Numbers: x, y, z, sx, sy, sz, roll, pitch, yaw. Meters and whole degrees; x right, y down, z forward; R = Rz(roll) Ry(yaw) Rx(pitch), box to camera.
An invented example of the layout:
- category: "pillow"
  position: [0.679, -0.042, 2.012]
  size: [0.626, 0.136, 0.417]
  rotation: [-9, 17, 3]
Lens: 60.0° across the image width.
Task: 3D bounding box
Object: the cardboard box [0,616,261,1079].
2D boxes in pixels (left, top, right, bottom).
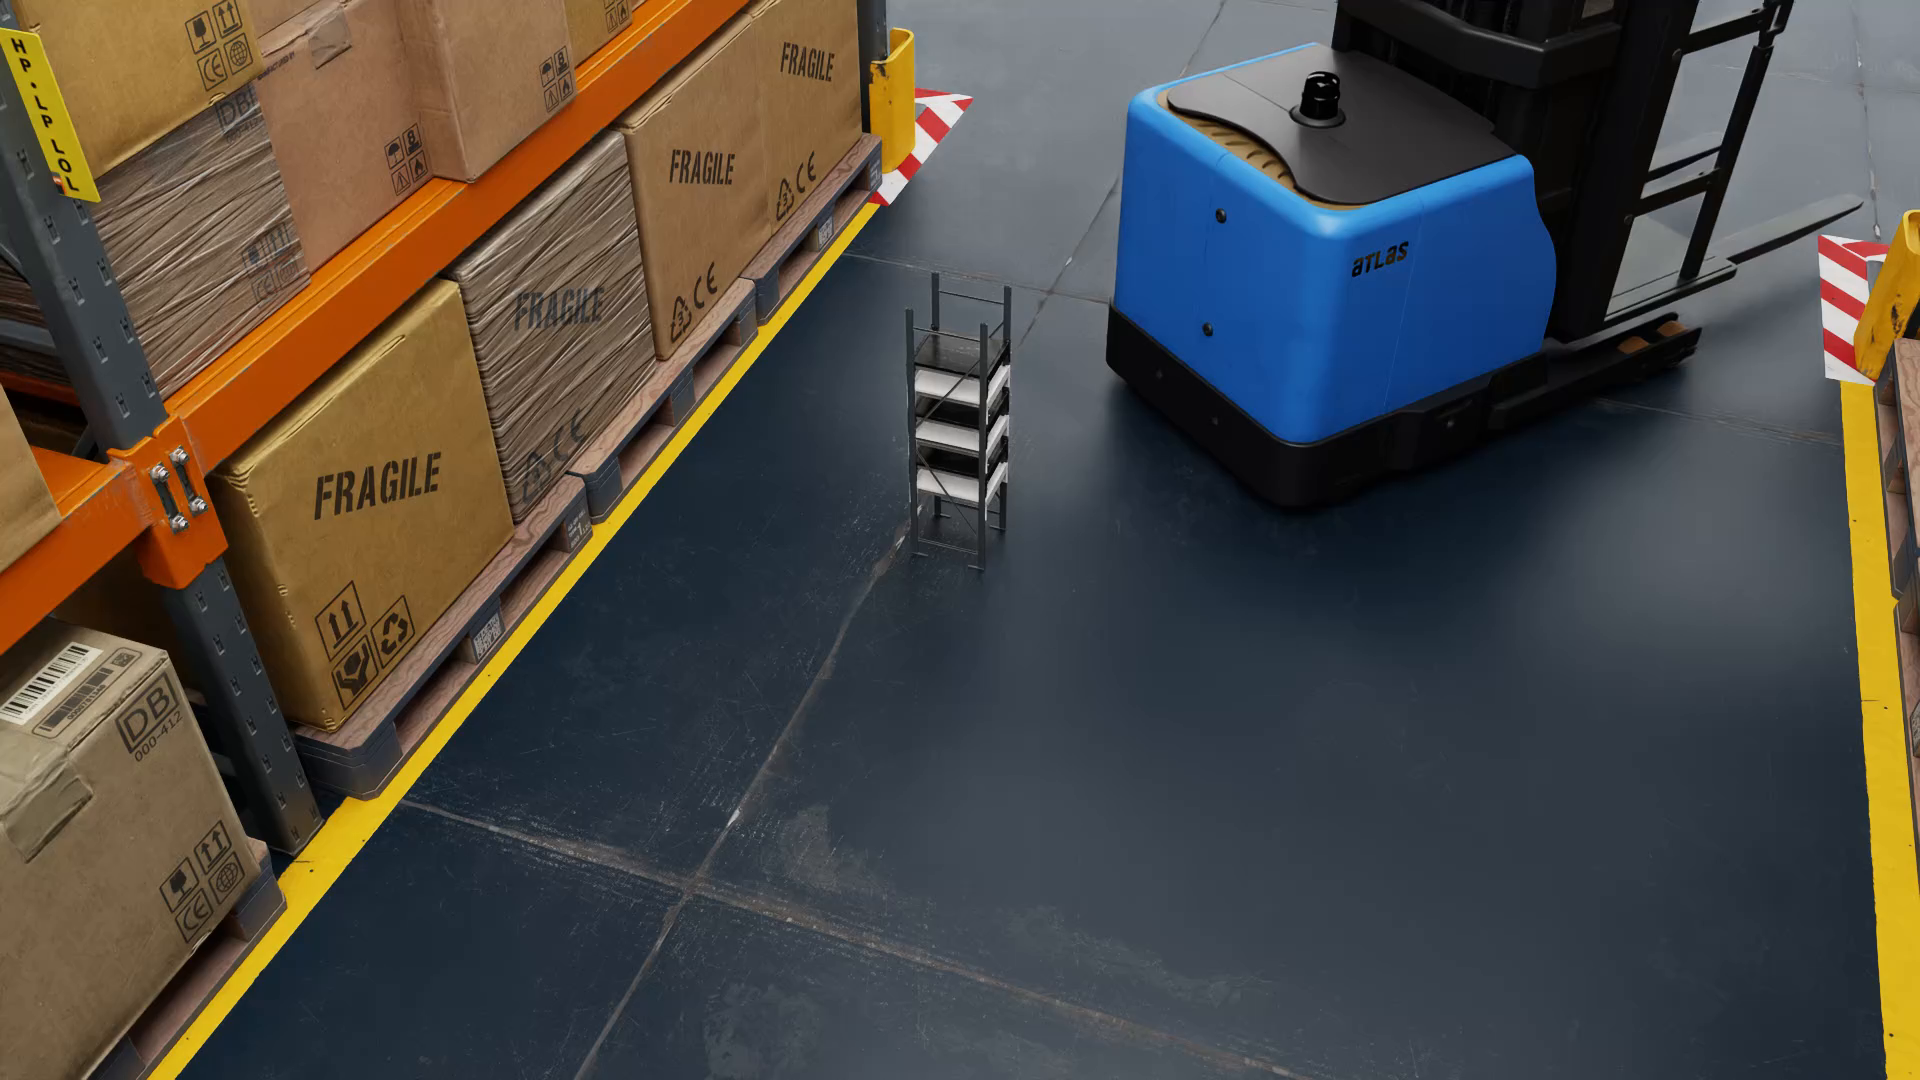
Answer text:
- category: "cardboard box"
  position: [-2.287, 0.627, 3.613]
  size: [1.050, 0.750, 0.750]
  rotation: [13, 42, 15]

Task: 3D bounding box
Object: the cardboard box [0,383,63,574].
- category: "cardboard box"
  position: [-2.087, -0.128, 3.011]
  size: [0.500, 0.500, 0.500]
  rotation: [13, 42, 15]

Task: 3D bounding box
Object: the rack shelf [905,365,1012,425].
- category: "rack shelf"
  position: [-0.003, -0.449, 4.857]
  size: [0.258, 0.077, 0.200]
  rotation: [13, 42, 15]

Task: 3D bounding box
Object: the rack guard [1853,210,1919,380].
- category: "rack guard"
  position: [3.808, -0.747, 5.741]
  size: [1.175, 0.500, 0.348]
  rotation: [13, 42, 15]

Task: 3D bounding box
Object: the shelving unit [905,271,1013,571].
- category: "shelving unit"
  position: [-0.003, -0.337, 4.952]
  size: [0.258, 0.900, 0.210]
  rotation: [13, 42, 15]

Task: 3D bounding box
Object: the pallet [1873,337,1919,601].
- category: "pallet"
  position: [3.497, -0.150, 5.263]
  size: [1.003, 0.211, 1.213]
  rotation: [13, 42, 15]

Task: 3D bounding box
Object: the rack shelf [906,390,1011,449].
- category: "rack shelf"
  position: [-0.003, -0.381, 4.915]
  size: [0.258, 0.077, 0.200]
  rotation: [13, 42, 15]

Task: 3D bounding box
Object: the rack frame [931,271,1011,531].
- category: "rack frame"
  position: [0.032, -0.399, 5.025]
  size: [0.240, 0.900, 0.006]
  rotation: [13, 42, 15]

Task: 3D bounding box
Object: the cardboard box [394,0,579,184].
- category: "cardboard box"
  position: [-1.583, -1.396, 4.459]
  size: [0.875, 0.550, 0.550]
  rotation: [13, 42, 15]

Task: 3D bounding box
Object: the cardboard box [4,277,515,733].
- category: "cardboard box"
  position: [-1.879, -0.187, 4.471]
  size: [0.875, 0.875, 0.875]
  rotation: [14, 42, 16]

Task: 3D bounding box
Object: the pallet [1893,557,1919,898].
- category: "pallet"
  position: [3.079, 0.592, 4.393]
  size: [1.003, 0.211, 1.213]
  rotation: [13, 42, 15]

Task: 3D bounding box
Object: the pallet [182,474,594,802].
- category: "pallet"
  position: [-1.826, 0.147, 4.915]
  size: [1.003, 0.211, 1.213]
  rotation: [13, 42, 15]

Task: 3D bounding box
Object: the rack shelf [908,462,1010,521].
- category: "rack shelf"
  position: [-0.003, -0.175, 5.091]
  size: [0.258, 0.077, 0.200]
  rotation: [13, 42, 15]

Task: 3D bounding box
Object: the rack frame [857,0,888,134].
- category: "rack frame"
  position: [-0.792, -2.907, 6.346]
  size: [1.000, 3.000, 0.127]
  rotation: [13, 42, 15]

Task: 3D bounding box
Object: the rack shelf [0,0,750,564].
- category: "rack shelf"
  position: [-1.476, -1.413, 5.150]
  size: [1.077, 0.370, 4.000]
  rotation: [13, 42, 15]

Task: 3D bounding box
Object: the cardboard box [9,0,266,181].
- category: "cardboard box"
  position: [-2.001, -1.152, 3.342]
  size: [0.875, 0.550, 0.550]
  rotation: [13, 42, 15]

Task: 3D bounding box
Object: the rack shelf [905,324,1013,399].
- category: "rack shelf"
  position: [-0.003, -0.517, 4.799]
  size: [0.258, 0.077, 0.200]
  rotation: [13, 42, 15]

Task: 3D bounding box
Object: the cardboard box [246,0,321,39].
- category: "cardboard box"
  position: [-1.922, -1.514, 3.766]
  size: [0.875, 0.550, 0.550]
  rotation: [13, 42, 15]

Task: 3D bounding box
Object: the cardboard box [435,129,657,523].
- category: "cardboard box"
  position: [-1.574, -0.737, 5.117]
  size: [0.875, 0.875, 0.875]
  rotation: [14, 42, 15]

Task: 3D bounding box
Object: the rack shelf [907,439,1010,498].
- category: "rack shelf"
  position: [-0.003, -0.244, 5.032]
  size: [0.258, 0.077, 0.200]
  rotation: [13, 42, 15]

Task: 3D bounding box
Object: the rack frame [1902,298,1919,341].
- category: "rack frame"
  position: [3.834, -1.744, 4.984]
  size: [1.000, 3.000, 0.127]
  rotation: [13, 42, 15]

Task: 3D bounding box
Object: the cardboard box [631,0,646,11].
- category: "cardboard box"
  position: [-1.353, -2.074, 5.254]
  size: [0.875, 0.550, 0.550]
  rotation: [13, 42, 15]

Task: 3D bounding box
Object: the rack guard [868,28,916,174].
- category: "rack guard"
  position: [-0.784, -1.971, 7.175]
  size: [1.175, 0.500, 0.348]
  rotation: [13, 42, 15]

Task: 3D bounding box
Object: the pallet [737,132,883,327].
- category: "pallet"
  position: [-0.992, -1.341, 6.659]
  size: [1.003, 0.211, 1.213]
  rotation: [13, 42, 15]

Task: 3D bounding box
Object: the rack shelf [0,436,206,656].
- category: "rack shelf"
  position: [-2.844, 1.026, 2.290]
  size: [1.077, 0.370, 4.000]
  rotation: [13, 42, 15]

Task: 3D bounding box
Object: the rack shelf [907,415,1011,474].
- category: "rack shelf"
  position: [-0.003, -0.312, 4.974]
  size: [0.258, 0.077, 0.200]
  rotation: [13, 42, 15]

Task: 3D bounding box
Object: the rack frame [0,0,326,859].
- category: "rack frame"
  position: [-2.160, -0.467, 3.487]
  size: [1.000, 3.000, 0.127]
  rotation: [13, 42, 15]

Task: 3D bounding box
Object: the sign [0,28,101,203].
- category: "sign"
  position: [-1.647, -0.763, 3.002]
  size: [0.100, 0.325, 0.005]
  rotation: [13, 42, 15]

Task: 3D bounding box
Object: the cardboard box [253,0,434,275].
- category: "cardboard box"
  position: [-1.878, -1.092, 4.104]
  size: [0.875, 0.550, 0.550]
  rotation: [13, 42, 15]

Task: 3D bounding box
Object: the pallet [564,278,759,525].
- category: "pallet"
  position: [-1.411, -0.599, 5.790]
  size: [1.003, 0.211, 1.213]
  rotation: [13, 42, 15]

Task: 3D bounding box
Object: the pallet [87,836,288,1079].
- category: "pallet"
  position: [-2.353, 1.081, 3.820]
  size: [1.003, 0.211, 1.213]
  rotation: [13, 42, 15]

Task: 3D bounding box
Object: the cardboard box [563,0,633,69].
- category: "cardboard box"
  position: [-1.496, -1.741, 4.864]
  size: [0.875, 0.550, 0.500]
  rotation: [13, 42, 15]

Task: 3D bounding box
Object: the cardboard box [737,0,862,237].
- category: "cardboard box"
  position: [-0.962, -1.830, 6.397]
  size: [0.875, 0.875, 0.875]
  rotation: [14, 42, 15]

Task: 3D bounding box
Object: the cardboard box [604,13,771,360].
- category: "cardboard box"
  position: [-1.261, -1.293, 5.768]
  size: [0.875, 0.875, 0.875]
  rotation: [13, 42, 14]

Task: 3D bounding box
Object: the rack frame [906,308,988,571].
- category: "rack frame"
  position: [-0.038, -0.275, 4.879]
  size: [0.240, 0.900, 0.006]
  rotation: [13, 42, 15]

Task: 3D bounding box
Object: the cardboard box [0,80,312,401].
- category: "cardboard box"
  position: [-2.045, -0.752, 3.705]
  size: [0.875, 0.550, 0.550]
  rotation: [13, 42, 15]

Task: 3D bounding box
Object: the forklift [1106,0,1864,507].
- category: "forklift"
  position: [2.043, -1.939, 5.265]
  size: [3.031, 2.935, 1.130]
  rotation: [-21, 45, -23]
